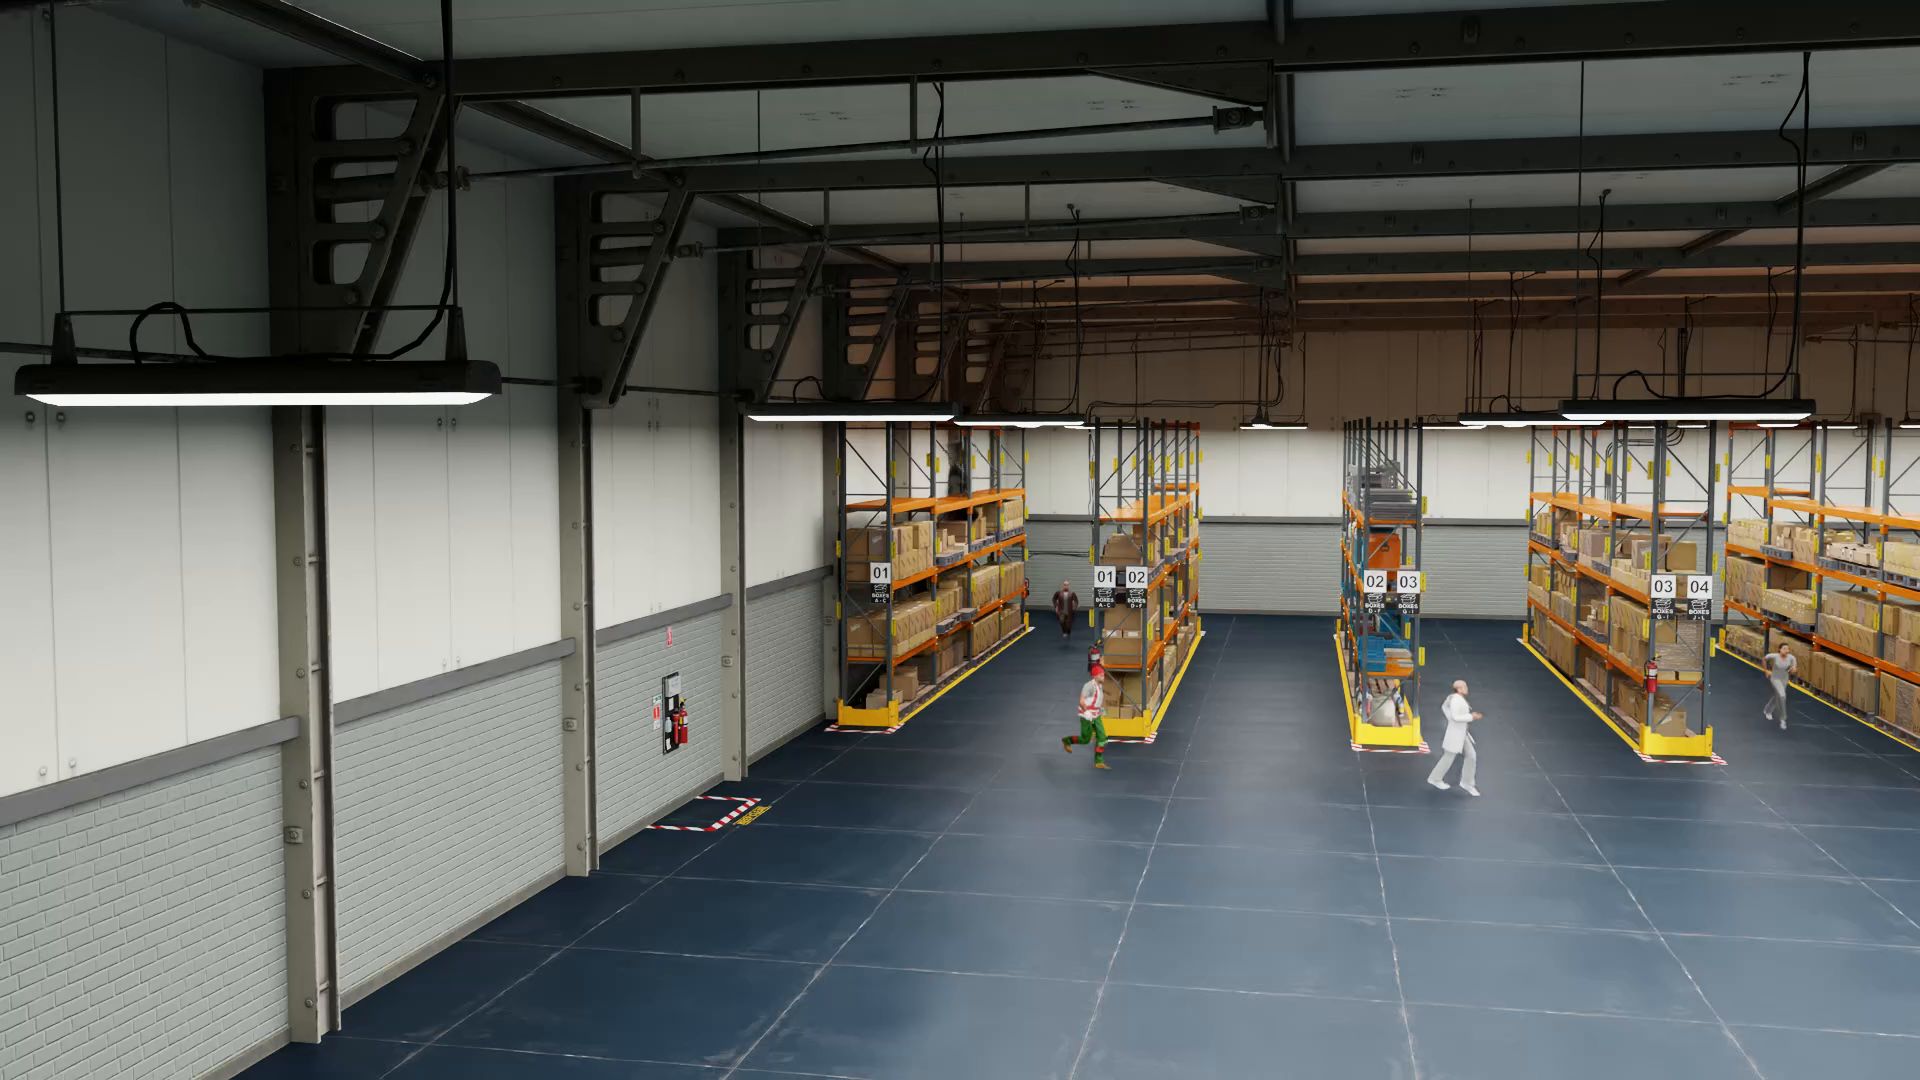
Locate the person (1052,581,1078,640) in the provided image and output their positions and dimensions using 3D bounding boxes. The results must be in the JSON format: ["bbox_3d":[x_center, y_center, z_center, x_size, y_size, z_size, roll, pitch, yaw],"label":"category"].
[{"bbox_3d":[2.811,1.906,44.423,0.711,1.627,0.914,0,4,2],"label":"person"}]

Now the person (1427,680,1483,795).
[{"bbox_3d":[7.827,3.140,26.307,0.861,1.855,0.669,2,4,30],"label":"person"}]

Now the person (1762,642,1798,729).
[{"bbox_3d":[15.970,2.801,32.484,0.564,1.673,0.935,0,4,-2],"label":"person"}]

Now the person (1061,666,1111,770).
[{"bbox_3d":[2.175,3.026,28.410,0.942,1.767,0.664,2,4,34],"label":"person"}]
